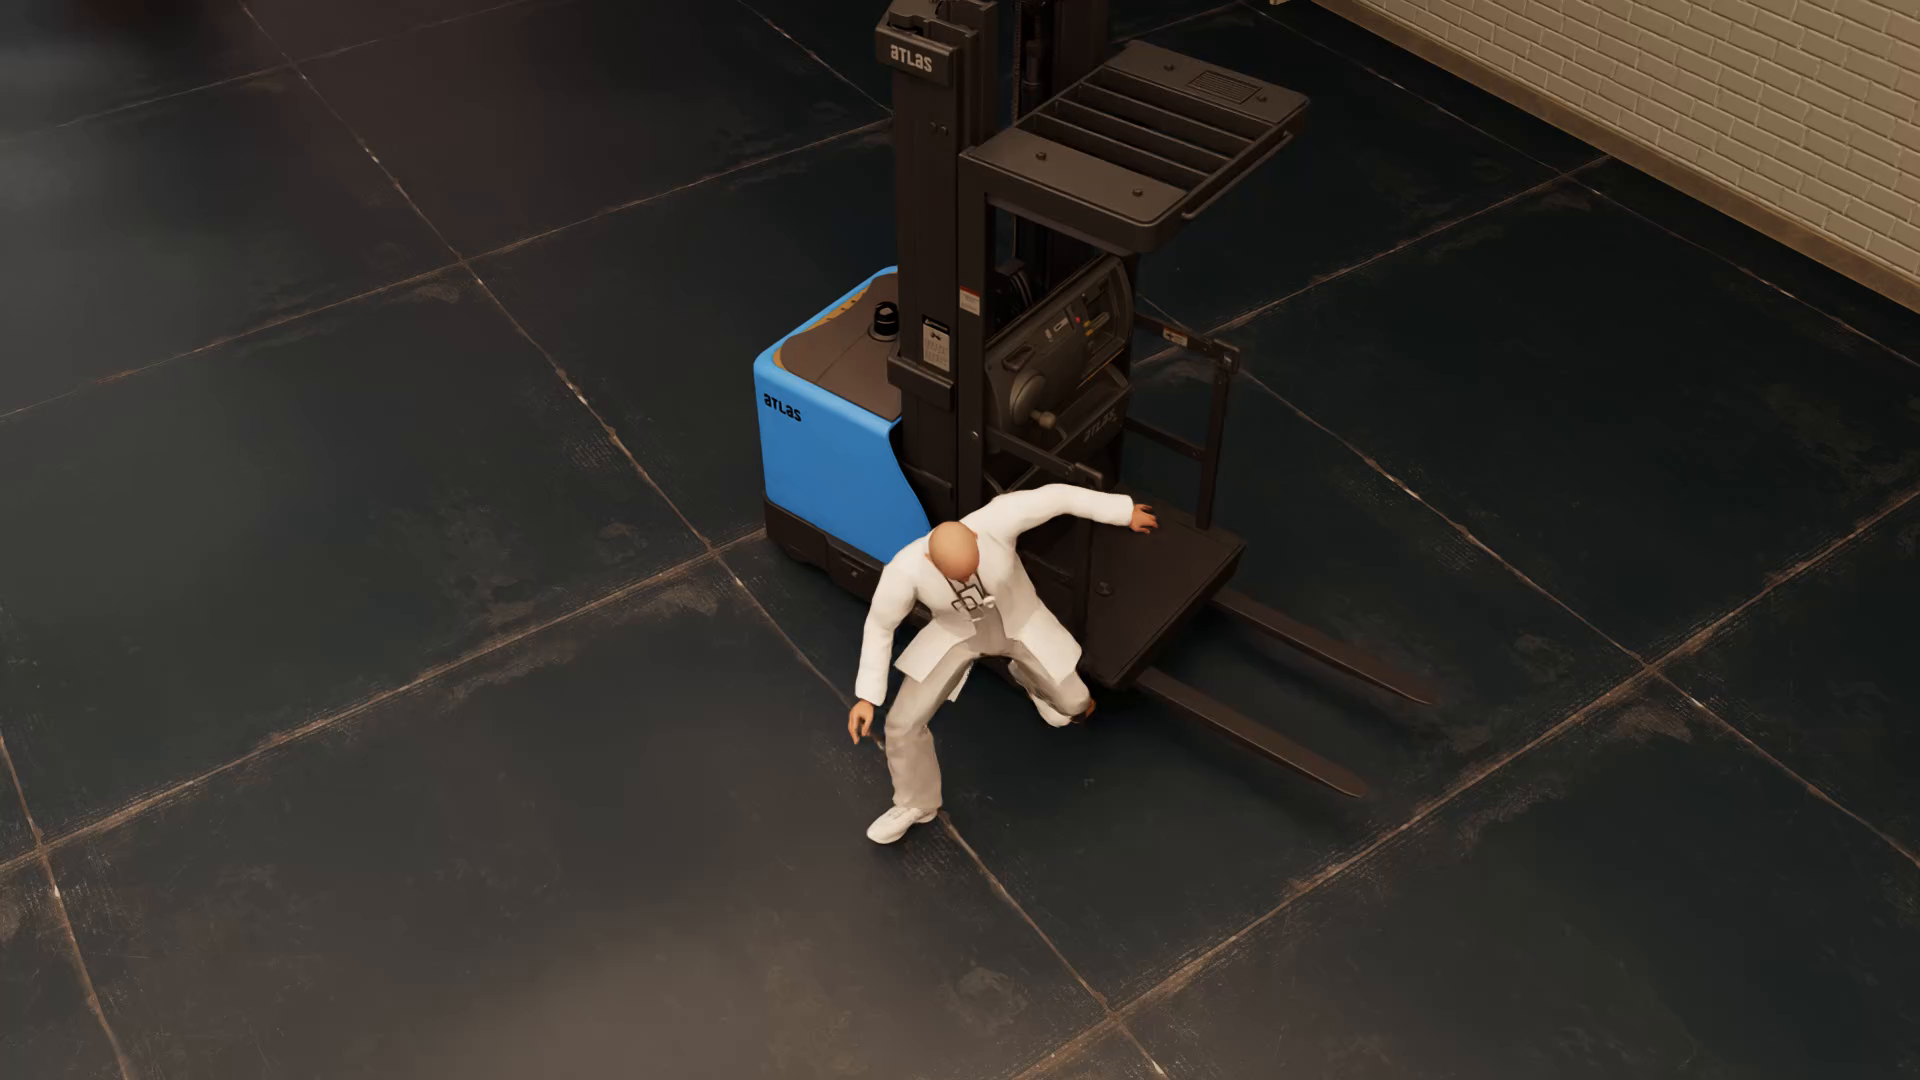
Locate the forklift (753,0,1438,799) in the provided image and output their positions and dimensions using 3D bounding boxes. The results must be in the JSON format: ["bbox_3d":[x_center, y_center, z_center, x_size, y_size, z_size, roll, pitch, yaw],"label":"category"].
[{"bbox_3d":[0.568,-0.715,6.491,3.031,2.935,1.130,27,49,27],"label":"forklift"}]

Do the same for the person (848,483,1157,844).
[{"bbox_3d":[0.158,0.381,6.361,1.230,1.519,0.788,-6,43,-6],"label":"person"}]
